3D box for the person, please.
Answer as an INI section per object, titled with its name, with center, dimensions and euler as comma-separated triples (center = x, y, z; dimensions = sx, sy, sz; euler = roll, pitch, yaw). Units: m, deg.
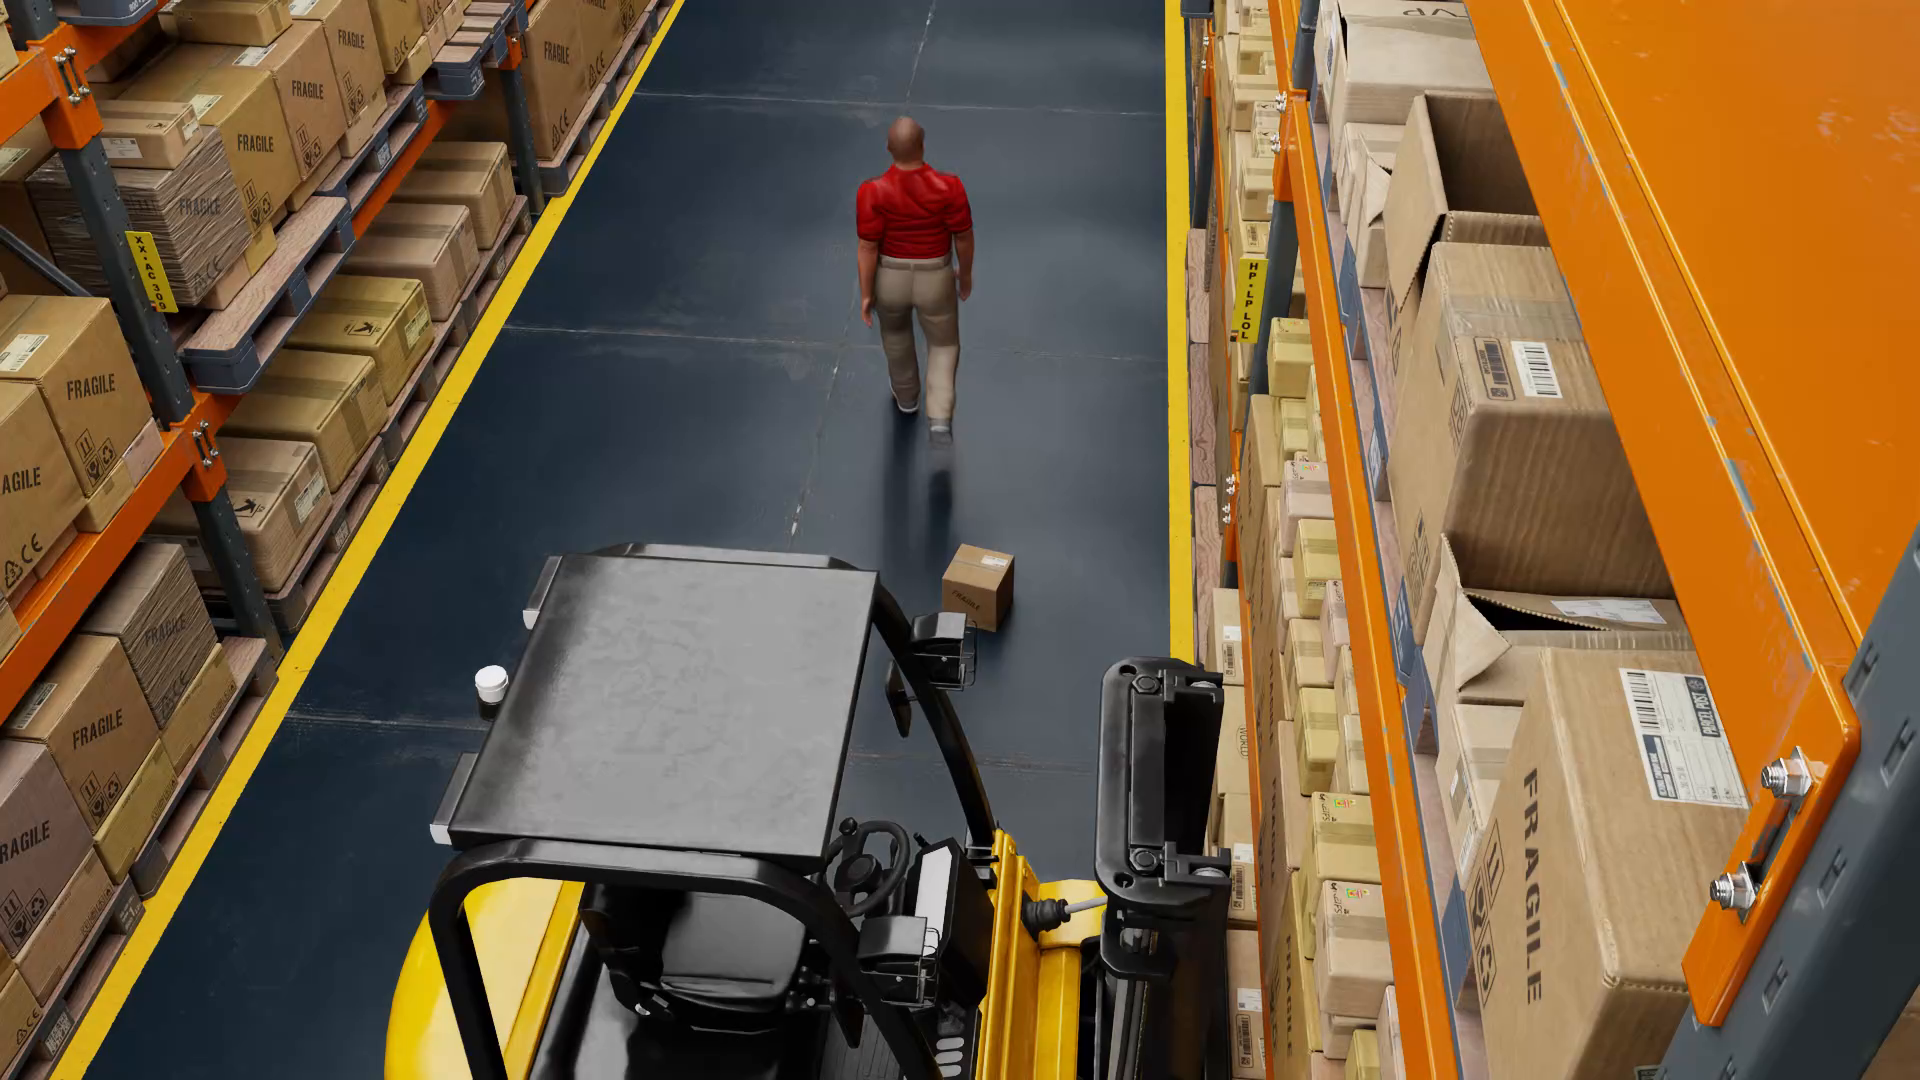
[person]
center = -0.206, -1.226, 7.923
dimensions = 0.546, 1.685, 0.863
euler = -1, 40, -1
